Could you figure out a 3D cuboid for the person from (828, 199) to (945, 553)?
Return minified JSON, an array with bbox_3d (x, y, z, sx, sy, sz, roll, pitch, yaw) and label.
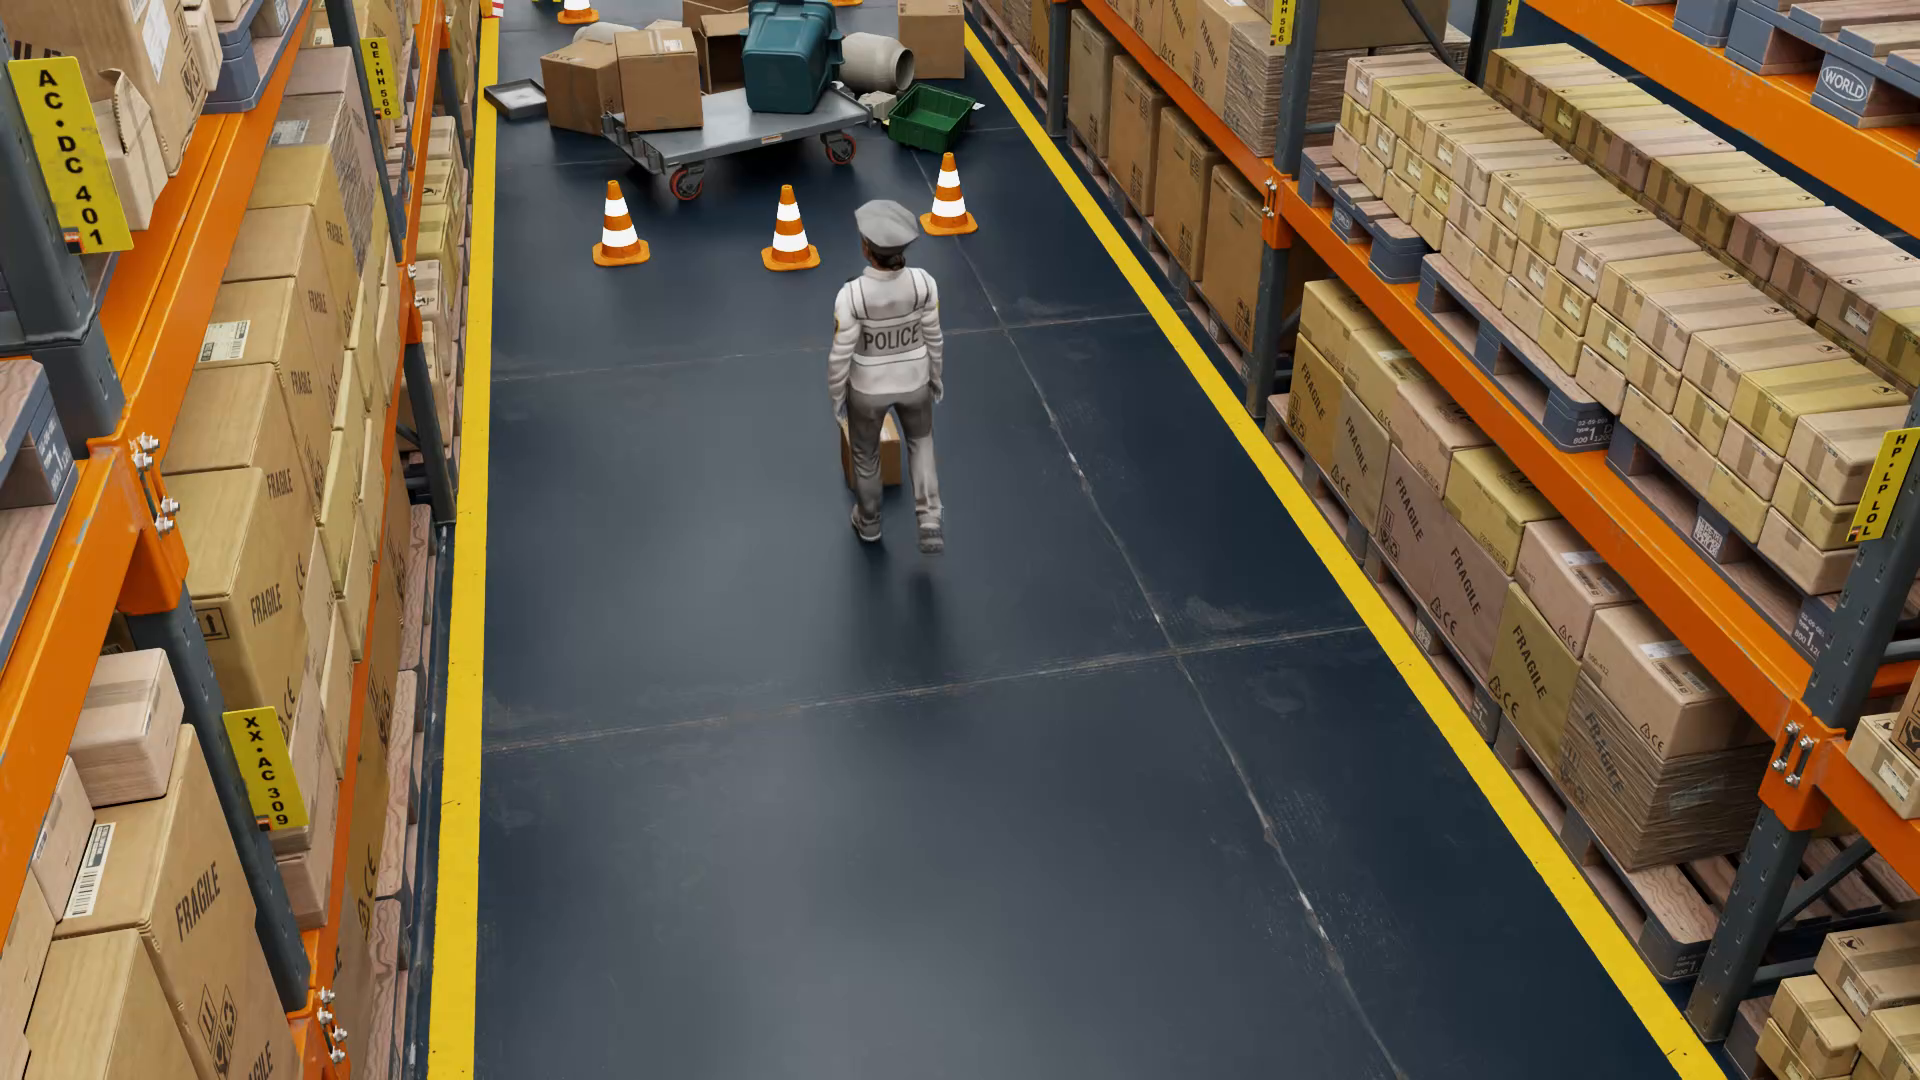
[{"bbox_3d":[-0.316,-0.668,7.045,0.521,1.675,0.643,-10,36,-14],"label":"person"}]
